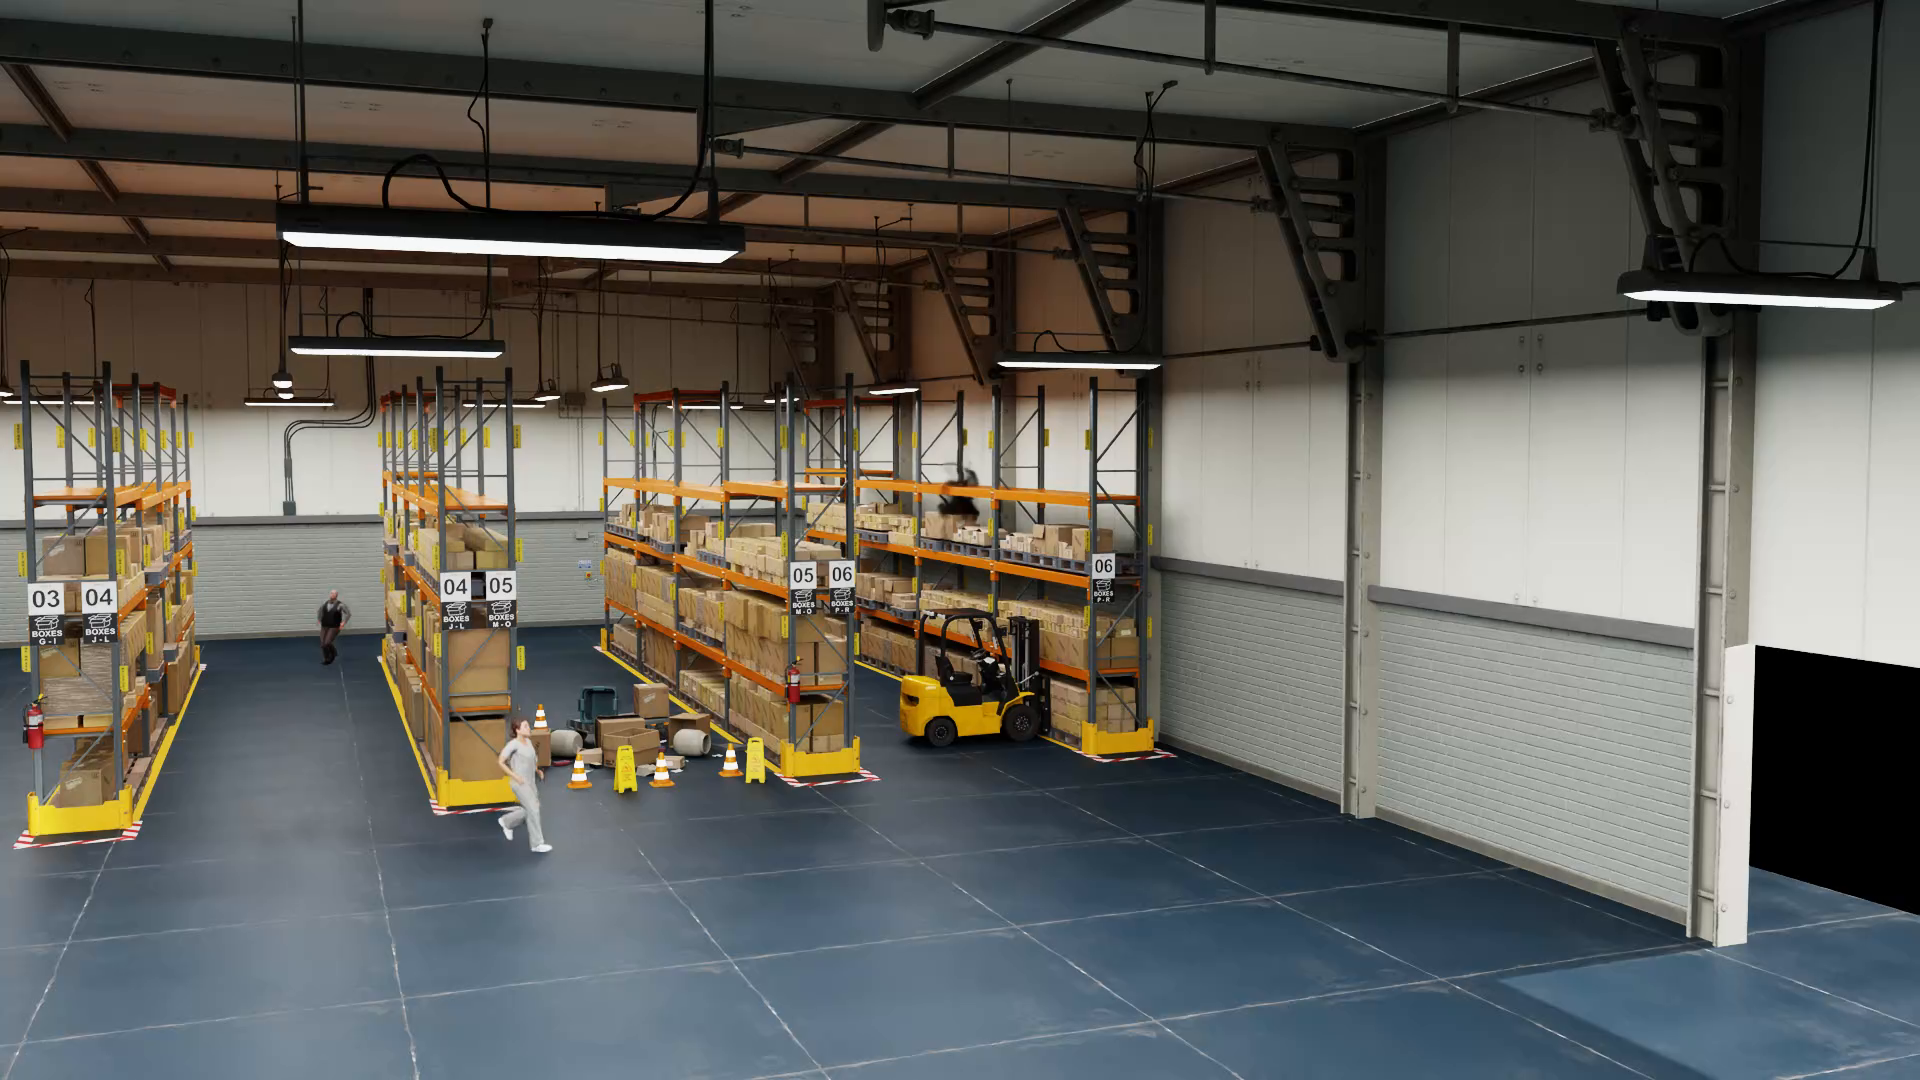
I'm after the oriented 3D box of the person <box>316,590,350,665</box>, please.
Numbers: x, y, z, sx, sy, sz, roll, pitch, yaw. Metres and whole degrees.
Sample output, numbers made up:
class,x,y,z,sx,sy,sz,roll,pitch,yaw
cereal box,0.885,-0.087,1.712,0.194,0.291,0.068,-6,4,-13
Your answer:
class,x,y,z,sx,sy,sz,roll,pitch,yaw
person,-13.964,1.946,36.921,0.727,1.673,0.518,0,3,6

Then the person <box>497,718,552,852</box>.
class,x,y,z,sx,sy,sz,roll,pitch,yaw
person,-5.330,2.973,20.208,0.793,1.642,0.597,1,4,19
